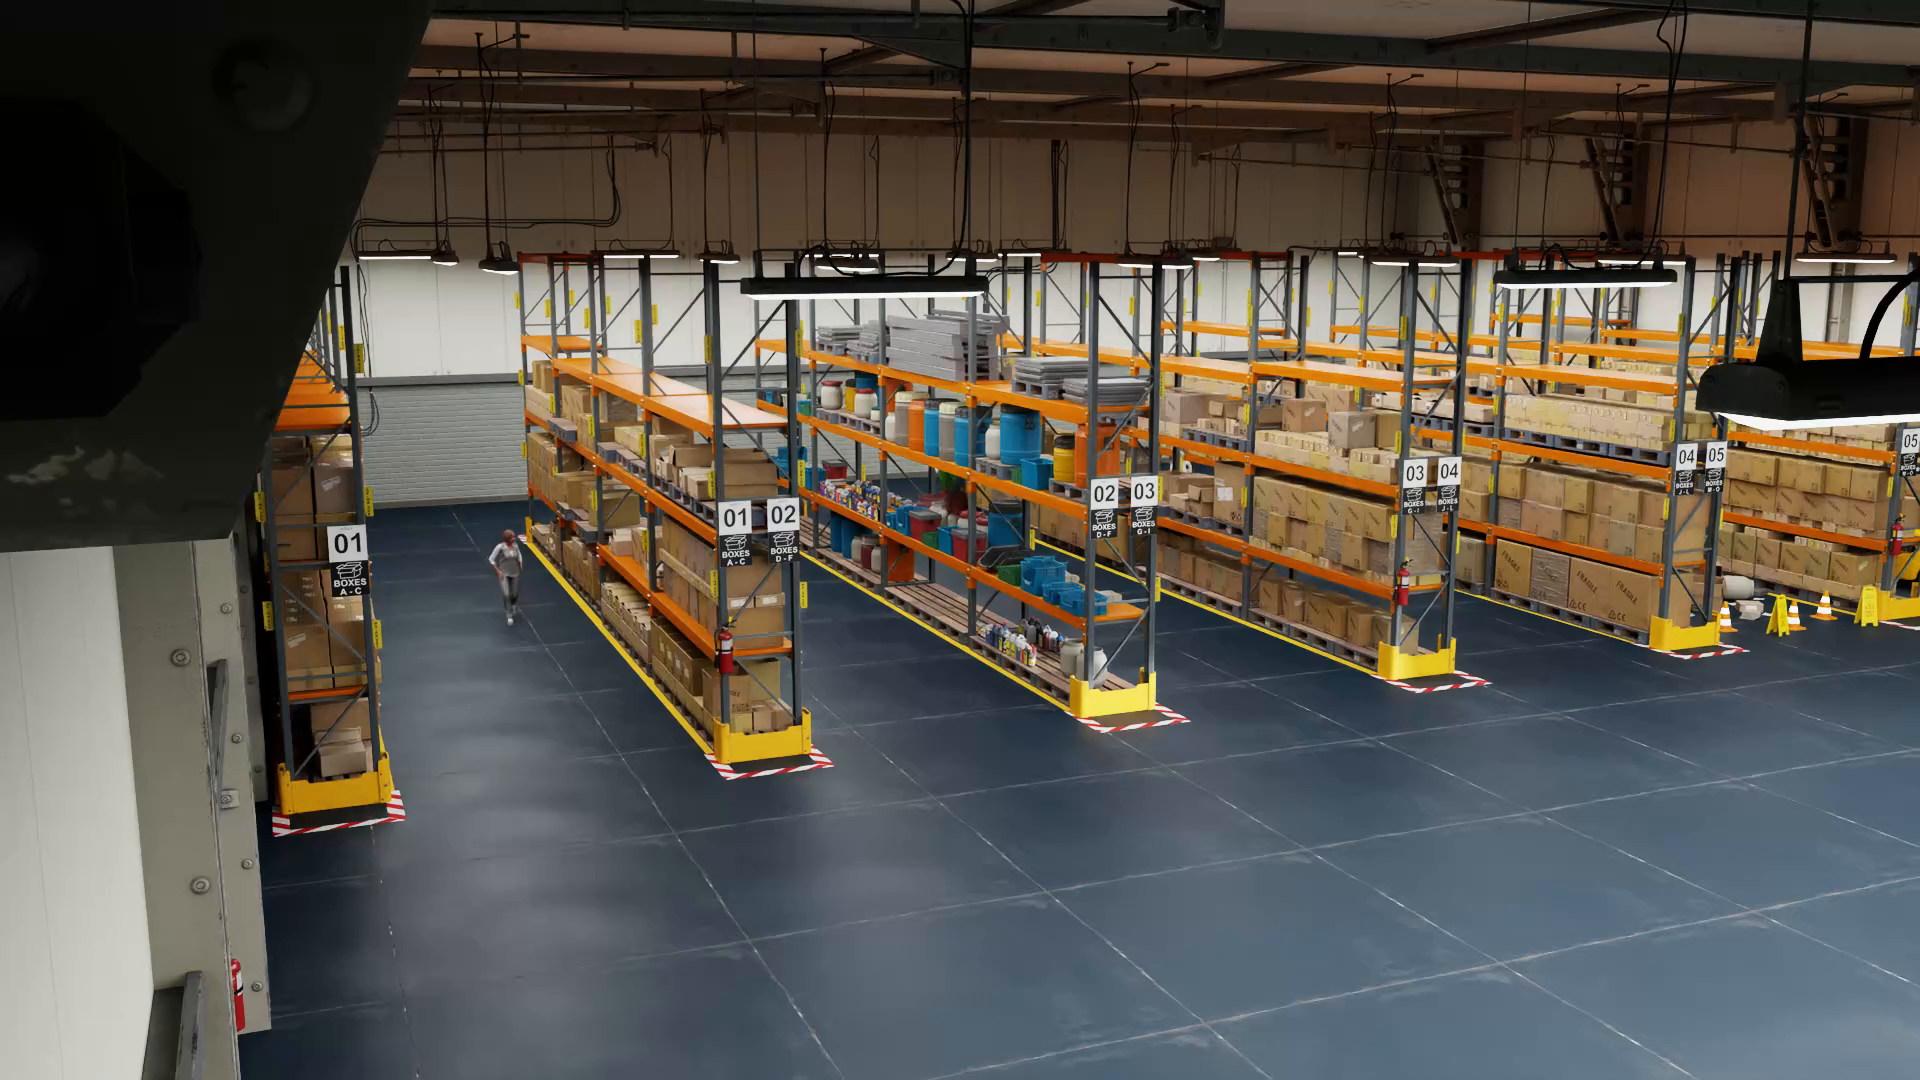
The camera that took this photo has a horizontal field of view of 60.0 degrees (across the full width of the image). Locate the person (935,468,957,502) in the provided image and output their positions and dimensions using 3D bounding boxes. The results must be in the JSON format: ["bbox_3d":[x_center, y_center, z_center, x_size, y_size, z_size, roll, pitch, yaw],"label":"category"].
[{"bbox_3d":[-0.343,-1.721,39.424,0.583,1.796,0.439,-10,14,-43],"label":"person"}]

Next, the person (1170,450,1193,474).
[{"bbox_3d":[4.941,-1.200,37.087,0.461,1.614,0.988,-4,11,-22],"label":"person"}]

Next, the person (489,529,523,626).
[{"bbox_3d":[-7.510,0.592,27.540,0.544,1.588,0.648,-4,11,-20],"label":"person"}]
